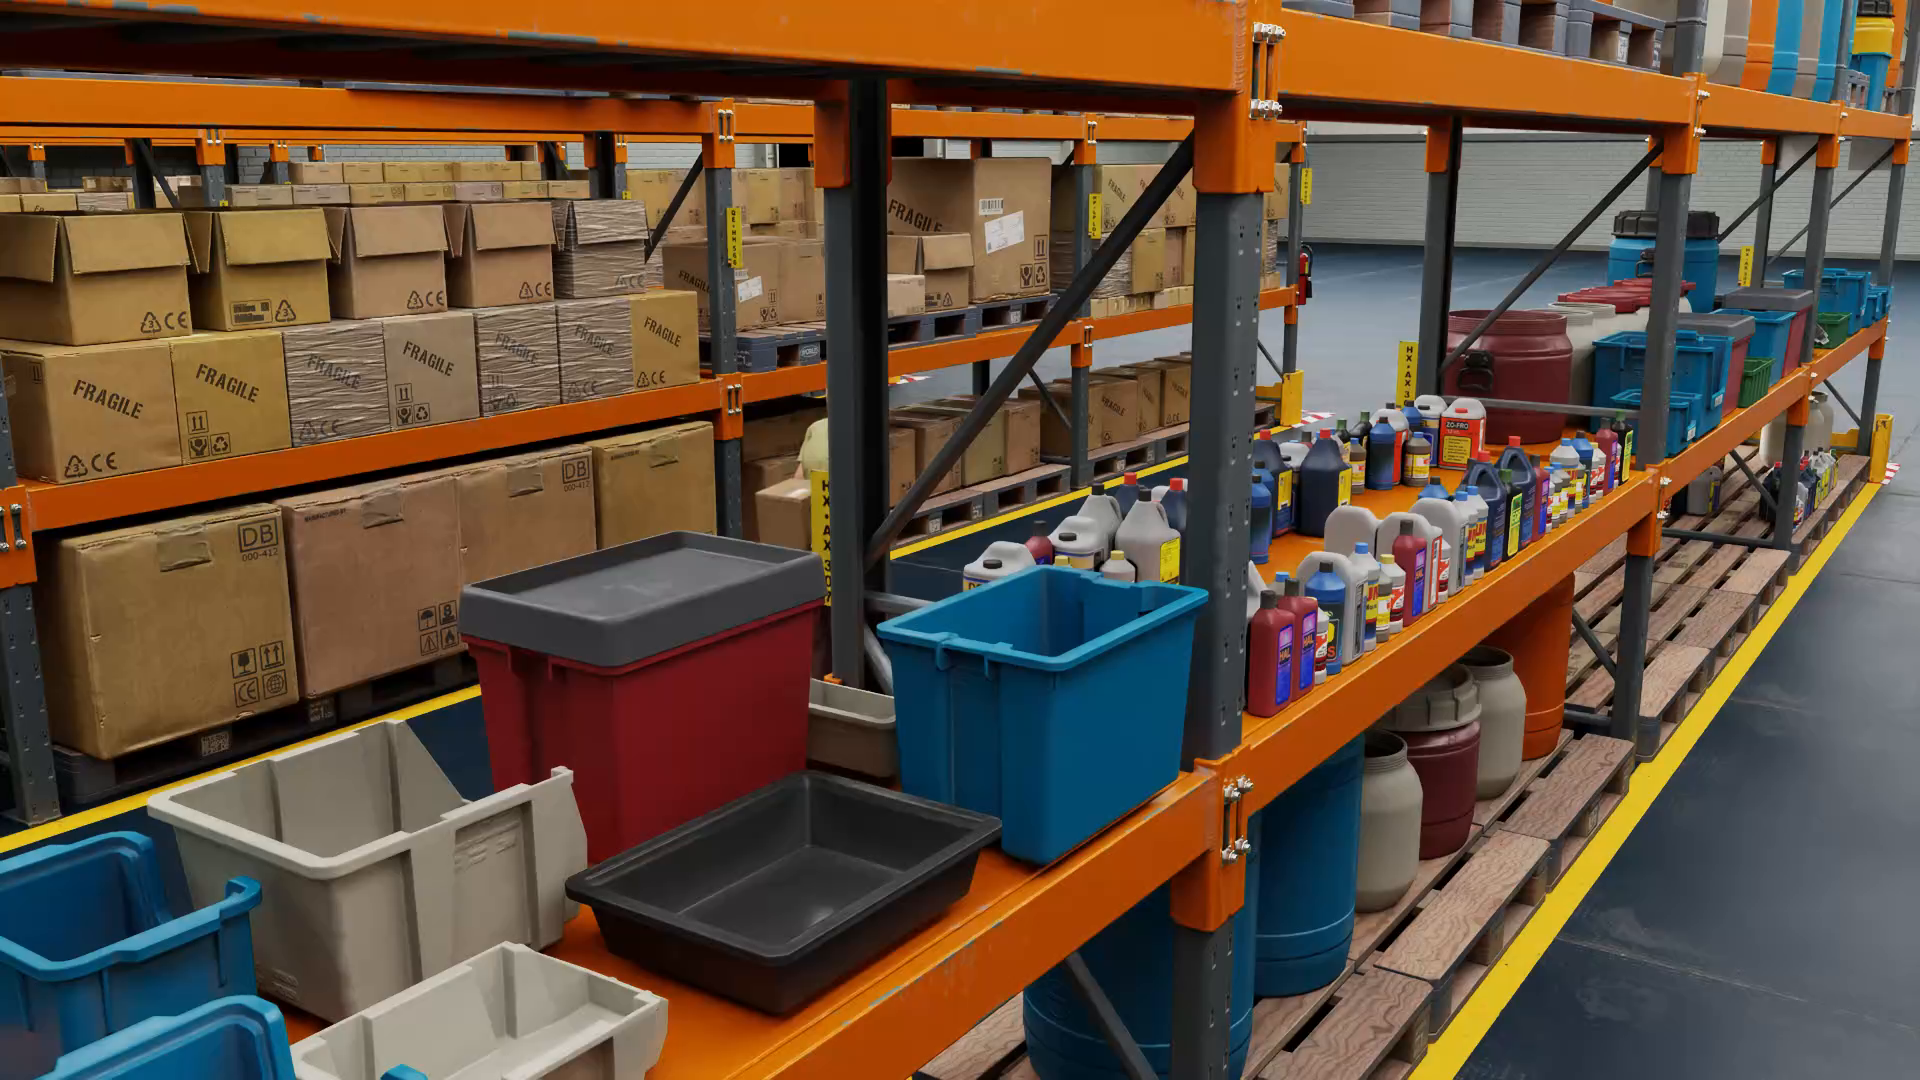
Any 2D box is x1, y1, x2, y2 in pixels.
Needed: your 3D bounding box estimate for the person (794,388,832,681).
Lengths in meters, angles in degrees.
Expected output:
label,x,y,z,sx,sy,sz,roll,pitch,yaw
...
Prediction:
label,x,y,z,sx,sy,sz,roll,pitch,yaw
person,-0.571,0.042,7.320,0.431,1.664,0.550,9,16,33
